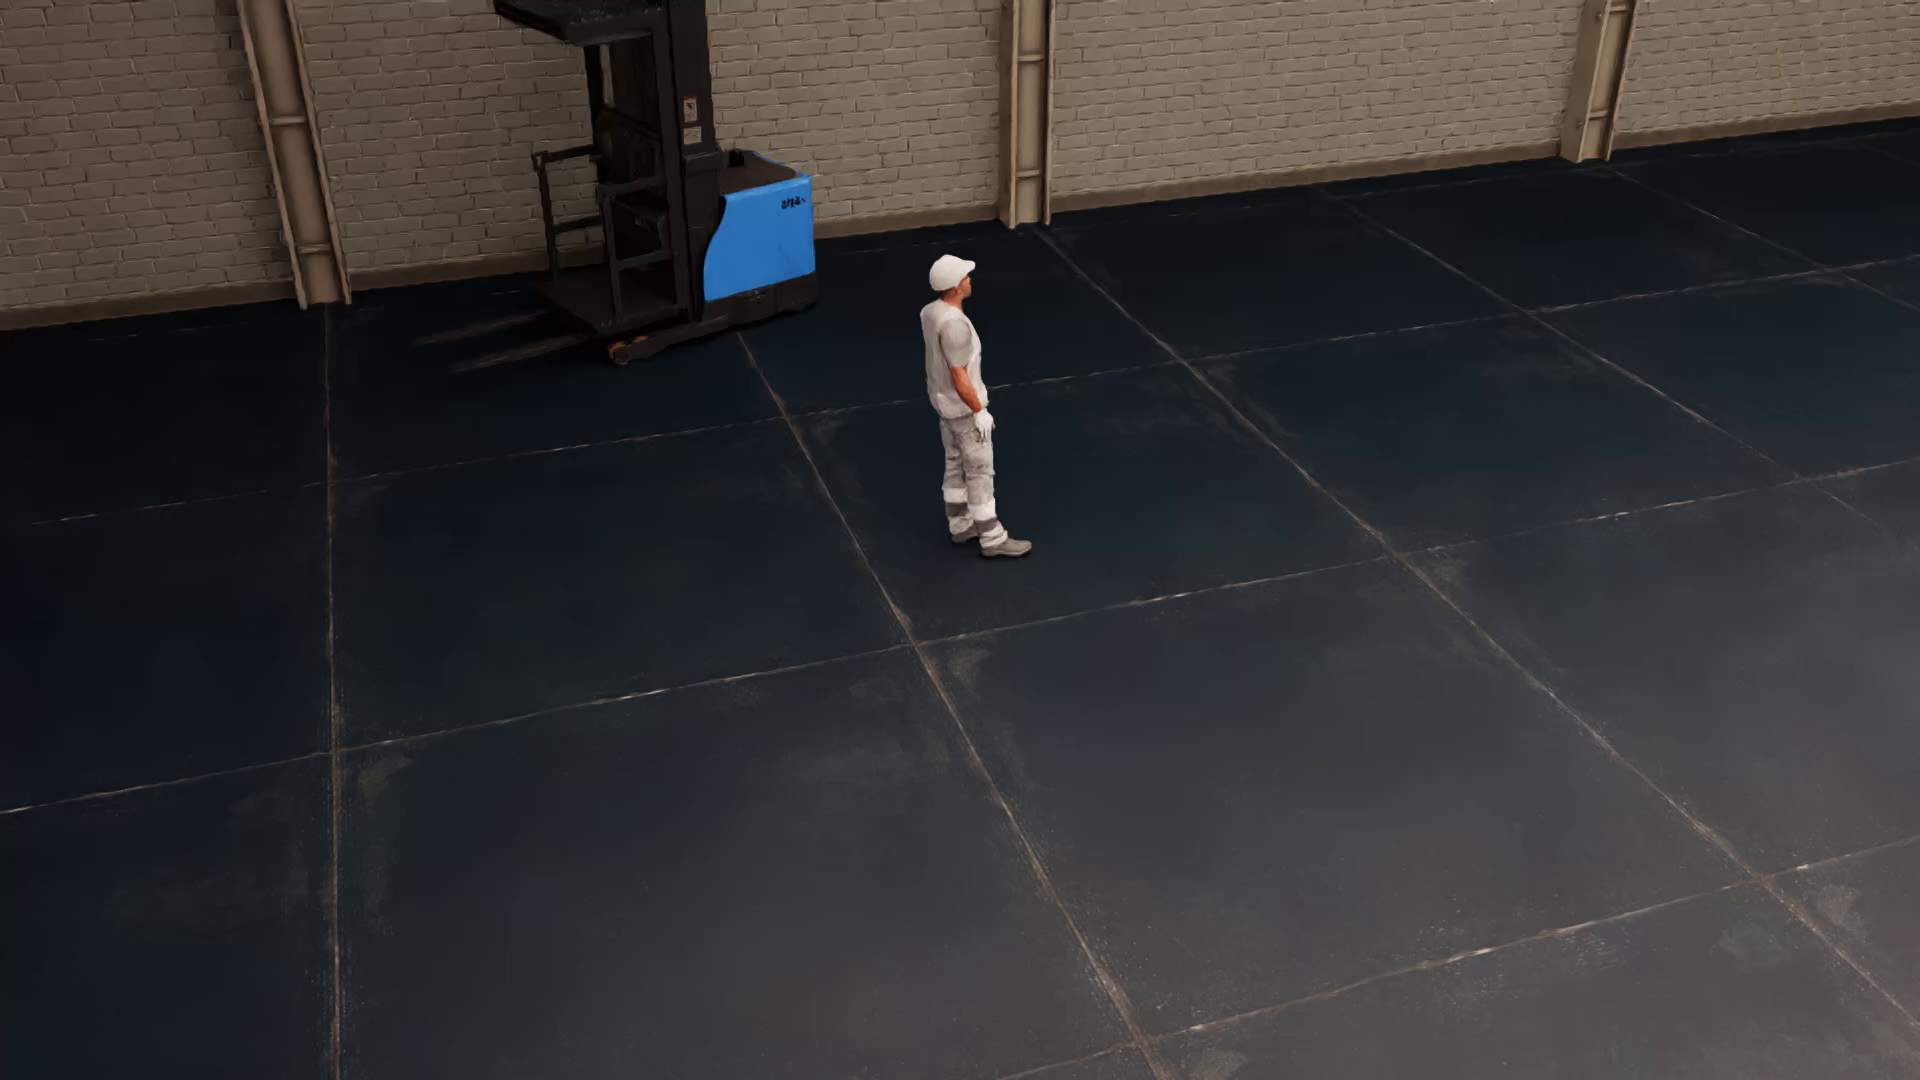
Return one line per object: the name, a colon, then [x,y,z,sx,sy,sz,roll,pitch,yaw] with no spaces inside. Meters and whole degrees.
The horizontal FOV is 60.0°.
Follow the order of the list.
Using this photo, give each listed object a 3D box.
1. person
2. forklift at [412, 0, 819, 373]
person: [0.080,-0.789,9.589,0.563,1.787,0.637,-10,31,-16]
forklift: [-2.591,-2.852,12.044,3.031,2.935,1.130,-22,36,-33]
